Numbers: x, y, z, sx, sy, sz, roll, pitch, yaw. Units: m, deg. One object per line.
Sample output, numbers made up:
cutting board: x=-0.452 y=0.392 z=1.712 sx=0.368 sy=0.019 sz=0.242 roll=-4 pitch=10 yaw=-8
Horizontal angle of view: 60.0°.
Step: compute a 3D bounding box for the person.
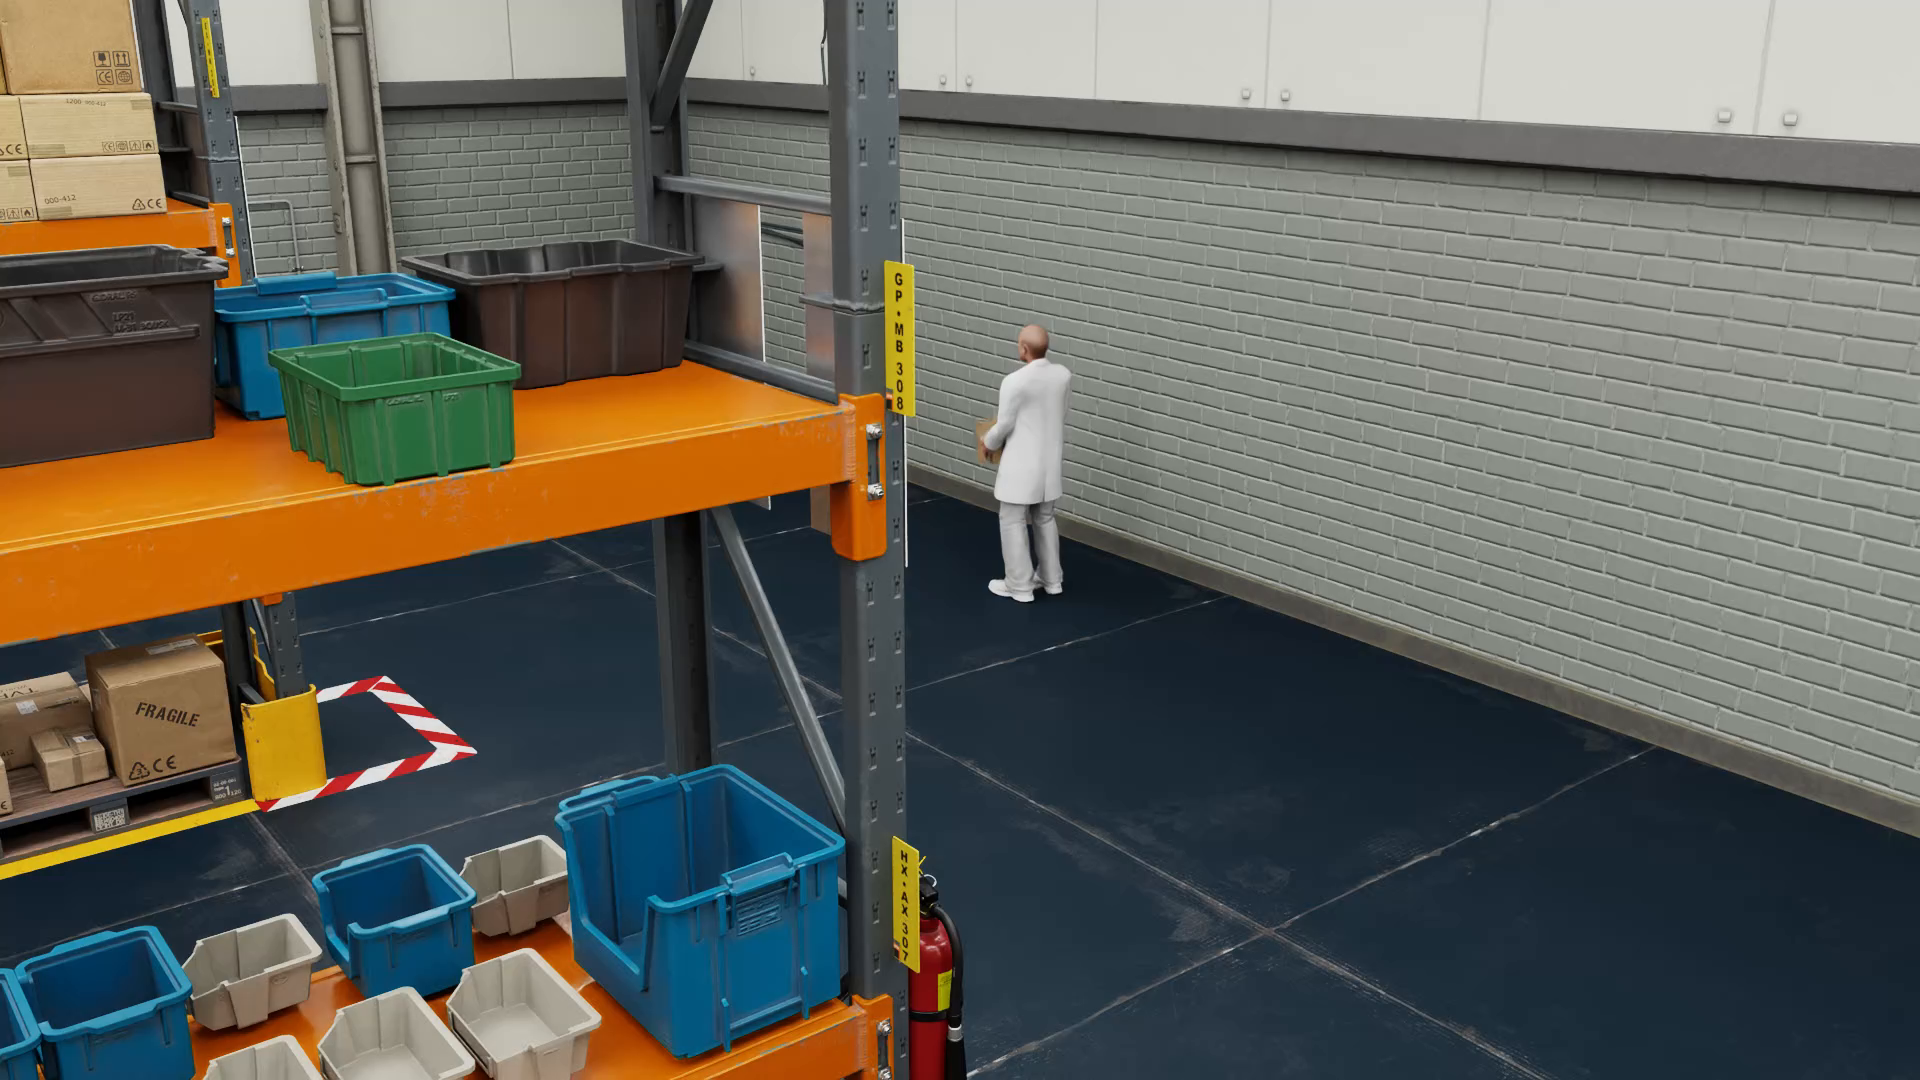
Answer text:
person: x=0.403 y=-0.516 z=10.704 sx=0.563 sy=1.782 sz=0.508 roll=-14 pitch=22 yaw=-37
